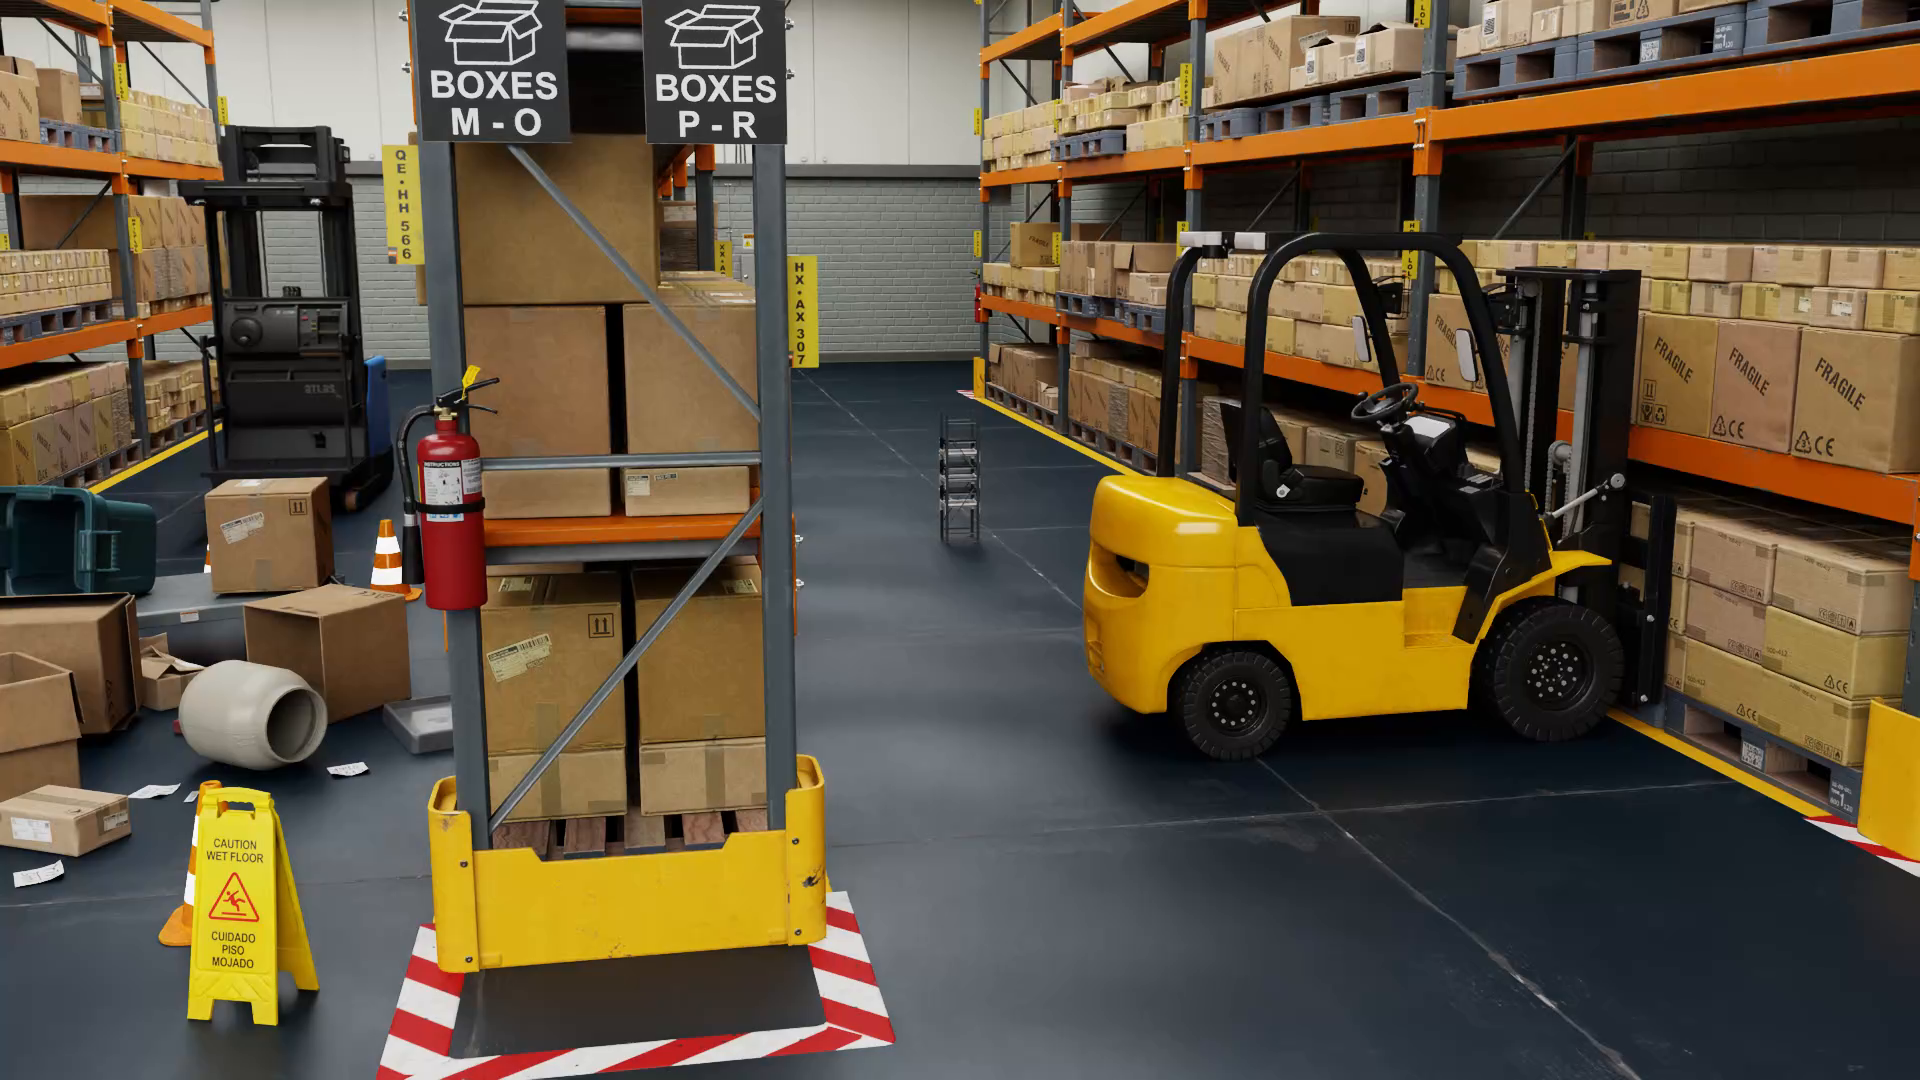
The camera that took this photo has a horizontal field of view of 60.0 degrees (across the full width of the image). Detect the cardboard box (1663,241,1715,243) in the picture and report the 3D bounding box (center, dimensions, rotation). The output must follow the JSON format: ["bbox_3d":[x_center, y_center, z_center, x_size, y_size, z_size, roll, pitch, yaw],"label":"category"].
[{"bbox_3d":[3.664,-1.418,8.325,0.380,0.149,0.250,-2,11,-12],"label":"cardboard box"}]

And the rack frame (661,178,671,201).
[{"bbox_3d":[-3.333,-2.425,16.415,1.000,3.000,0.127,-2,11,-11],"label":"rack frame"}]

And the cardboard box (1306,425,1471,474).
[{"bbox_3d":[2.836,-0.417,11.090,0.875,0.625,0.625,-2,11,-12],"label":"cardboard box"}]

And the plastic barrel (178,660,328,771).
[{"bbox_3d":[-2.885,0.718,6.793,0.512,0.421,0.421,6,12,28],"label":"plastic barrel"}]

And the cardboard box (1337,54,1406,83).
[{"bbox_3d":[2.580,-2.935,10.354,0.380,0.149,0.250,-2,11,-11],"label":"cardboard box"}]

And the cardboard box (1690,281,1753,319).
[{"bbox_3d":[3.323,-1.015,7.006,0.380,0.149,0.250,-2,11,-13],"label":"cardboard box"}]

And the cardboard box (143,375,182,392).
[{"bbox_3d":[-8.168,-1.589,16.934,0.380,0.149,0.250,-2,11,-10],"label":"cardboard box"}]

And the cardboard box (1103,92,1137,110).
[{"bbox_3d":[1.521,-4.007,15.189,0.380,0.149,0.250,-2,11,-11],"label":"cardboard box"}]

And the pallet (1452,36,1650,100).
[{"bbox_3d":[3.283,-2.413,8.569,1.003,0.211,1.213,-2,11,-11],"label":"pallet"}]

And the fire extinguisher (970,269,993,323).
[{"bbox_3d":[0.276,-3.129,21.317,0.296,0.674,0.183,-2,11,-11],"label":"fire extinguisher"}]

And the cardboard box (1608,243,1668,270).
[{"bbox_3d":[3.257,-1.305,7.733,0.380,0.149,0.250,-2,11,-11],"label":"cardboard box"}]

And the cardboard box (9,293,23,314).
[{"bbox_3d":[-7.438,-1.813,12.749,0.380,0.149,0.250,-2,11,-8],"label":"cardboard box"}]

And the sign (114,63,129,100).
[{"bbox_3d":[-7.625,-4.168,15.115,0.100,0.325,0.005,-2,11,-11],"label":"sign"}]

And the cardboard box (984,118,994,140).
[{"bbox_3d":[0.598,-5.041,20.404,0.500,0.250,0.500,-2,11,-12],"label":"cardboard box"}]

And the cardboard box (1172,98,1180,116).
[{"bbox_3d":[1.977,-3.573,13.758,0.380,0.149,0.250,-2,11,-12],"label":"cardboard box"}]

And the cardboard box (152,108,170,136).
[{"bbox_3d":[-8.203,-4.153,16.536,0.500,0.250,0.500,-2,11,-10],"label":"cardboard box"}]

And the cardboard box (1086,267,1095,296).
[{"bbox_3d":[1.429,-2.478,15.928,0.396,0.266,0.258,-2,11,-8],"label":"cardboard box"}]

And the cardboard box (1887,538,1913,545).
[{"bbox_3d":[3.962,0.153,6.427,0.500,0.250,0.500,-2,11,-12],"label":"cardboard box"}]

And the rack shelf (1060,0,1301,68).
[{"bbox_3d":[1.925,-4.637,14.983,1.077,0.370,4.000,-2,11,-11],"label":"rack shelf"}]

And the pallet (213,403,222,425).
[{"bbox_3d":[-8.808,-1.426,18.624,1.003,0.211,1.213,-2,11,-11],"label":"pallet"}]

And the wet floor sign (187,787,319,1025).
[{"bbox_3d":[-2.011,1.006,4.684,0.267,0.644,0.232,2,11,9],"label":"wet floor sign"}]

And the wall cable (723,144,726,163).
[{"bbox_3d":[-4.755,-7.166,25.277,2.355,3.000,0.029,-2,11,-11],"label":"wall cable"}]

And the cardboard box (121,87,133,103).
[{"bbox_3d":[-8.008,-4.181,15.616,0.380,0.149,0.250,-3,11,-13],"label":"cardboard box"}]

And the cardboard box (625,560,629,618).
[{"bbox_3d":[-1.712,0.129,7.220,0.500,0.500,0.500,-2,11,-8],"label":"cardboard box"}]

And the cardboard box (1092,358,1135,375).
[{"bbox_3d":[1.535,-1.733,16.607,0.380,0.149,0.250,-3,11,-14],"label":"cardboard box"}]

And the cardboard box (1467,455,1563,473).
[{"bbox_3d":[2.967,-0.291,8.761,0.500,0.250,0.500,-2,11,-11],"label":"cardboard box"}]

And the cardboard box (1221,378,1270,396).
[{"bbox_3d":[2.493,-1.326,14.469,0.380,0.149,0.250,-2,11,-9],"label":"cardboard box"}]

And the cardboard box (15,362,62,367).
[{"bbox_3d":[-8.284,-1.428,14.733,0.500,0.250,0.500,-3,11,-14],"label":"cardboard box"}]

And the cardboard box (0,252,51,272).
[{"bbox_3d":[-7.592,-2.247,13.435,0.380,0.149,0.250,-2,11,-12],"label":"cardboard box"}]

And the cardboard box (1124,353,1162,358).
[{"bbox_3d":[1.890,-1.846,17.201,0.380,0.149,0.250,-3,11,-13],"label":"cardboard box"}]

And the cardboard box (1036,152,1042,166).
[{"bbox_3d":[1.044,-4.151,18.134,0.380,0.149,0.250,-2,11,-11],"label":"cardboard box"}]

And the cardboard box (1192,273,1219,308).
[{"bbox_3d":[2.136,-1.953,13.000,0.500,0.250,0.500,-2,11,-11],"label":"cardboard box"}]

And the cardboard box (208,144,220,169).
[{"bbox_3d":[-8.598,-4.286,18.572,0.500,0.250,0.500,-2,11,-12],"label":"cardboard box"}]

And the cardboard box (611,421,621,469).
[{"bbox_3d":[-1.460,-0.350,6.184,0.380,0.149,0.250,-2,11,-10],"label":"cardboard box"}]

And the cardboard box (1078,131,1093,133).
[{"bbox_3d":[1.365,-4.051,16.216,0.380,0.149,0.250,-2,11,-11],"label":"cardboard box"}]

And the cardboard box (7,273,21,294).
[{"bbox_3d":[-7.447,-1.962,12.738,0.380,0.149,0.250,-2,11,-11],"label":"cardboard box"}]

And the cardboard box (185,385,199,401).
[{"bbox_3d":[-8.235,-1.539,17.464,0.380,0.149,0.250,-2,11,-10],"label":"cardboard box"}]

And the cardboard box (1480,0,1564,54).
[{"bbox_3d":[3.014,-2.663,8.489,0.500,0.311,0.500,-2,11,-10],"label":"cardboard box"}]

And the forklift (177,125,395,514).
[{"bbox_3d":[-5.227,-1.698,12.781,1.130,2.935,3.031,-2,11,-9],"label":"forklift"}]

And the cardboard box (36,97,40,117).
[{"bbox_3d":[-8.203,-3.693,14.172,0.500,0.311,0.500,-2,11,-12],"label":"cardboard box"}]

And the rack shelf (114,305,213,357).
[{"bbox_3d":[-8.557,-2.240,17.366,1.077,0.370,4.000,-2,11,-11],"label":"rack shelf"}]

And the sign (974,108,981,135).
[{"bbox_3d":[0.225,-5.223,20.755,0.100,0.325,0.005,-2,11,-11],"label":"sign"}]

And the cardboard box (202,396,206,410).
[{"bbox_3d":[-8.351,-1.493,18.017,0.380,0.149,0.250,-3,11,-14],"label":"cardboard box"}]

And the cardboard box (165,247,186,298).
[{"bbox_3d":[-8.183,-2.706,16.827,0.500,0.500,0.500,-2,11,-12],"label":"cardboard box"}]

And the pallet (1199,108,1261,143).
[{"bbox_3d":[2.533,-3.132,12.612,1.213,0.211,1.003,-2,11,-8],"label":"pallet"}]

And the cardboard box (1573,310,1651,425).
[{"bbox_3d":[3.216,-0.816,7.696,0.500,0.500,0.500,-2,11,-11],"label":"cardboard box"}]

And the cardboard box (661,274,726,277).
[{"bbox_3d":[-1.339,-0.986,7.793,0.500,0.500,0.500,-2,11,-9],"label":"cardboard box"}]

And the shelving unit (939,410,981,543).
[{"bbox_3d":[-0.002,-0.444,11.620,0.258,0.900,0.210,-2,11,-11],"label":"shelving unit"}]

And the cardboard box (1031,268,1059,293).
[{"bbox_3d":[1.085,-2.854,18.277,0.500,0.250,0.500,-2,11,-11],"label":"cardboard box"}]

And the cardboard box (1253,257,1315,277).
[{"bbox_3d":[2.356,-1.984,12.093,0.380,0.149,0.250,-2,11,-10],"label":"cardboard box"}]

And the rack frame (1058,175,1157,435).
[{"bbox_3d":[1.536,-2.606,17.367,1.000,3.000,0.127,-2,11,-11],"label":"rack frame"}]

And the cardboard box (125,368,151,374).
[{"bbox_3d":[-8.909,-1.759,17.826,0.380,0.149,0.250,-2,11,-9],"label":"cardboard box"}]

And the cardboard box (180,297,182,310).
[{"bbox_3d":[-8.304,-2.454,17.240,0.380,0.149,0.250,-2,11,-9],"label":"cardboard box"}]

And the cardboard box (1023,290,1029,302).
[{"bbox_3d":[0.943,-2.816,19.139,0.380,0.149,0.250,-2,11,-11],"label":"cardboard box"}]
